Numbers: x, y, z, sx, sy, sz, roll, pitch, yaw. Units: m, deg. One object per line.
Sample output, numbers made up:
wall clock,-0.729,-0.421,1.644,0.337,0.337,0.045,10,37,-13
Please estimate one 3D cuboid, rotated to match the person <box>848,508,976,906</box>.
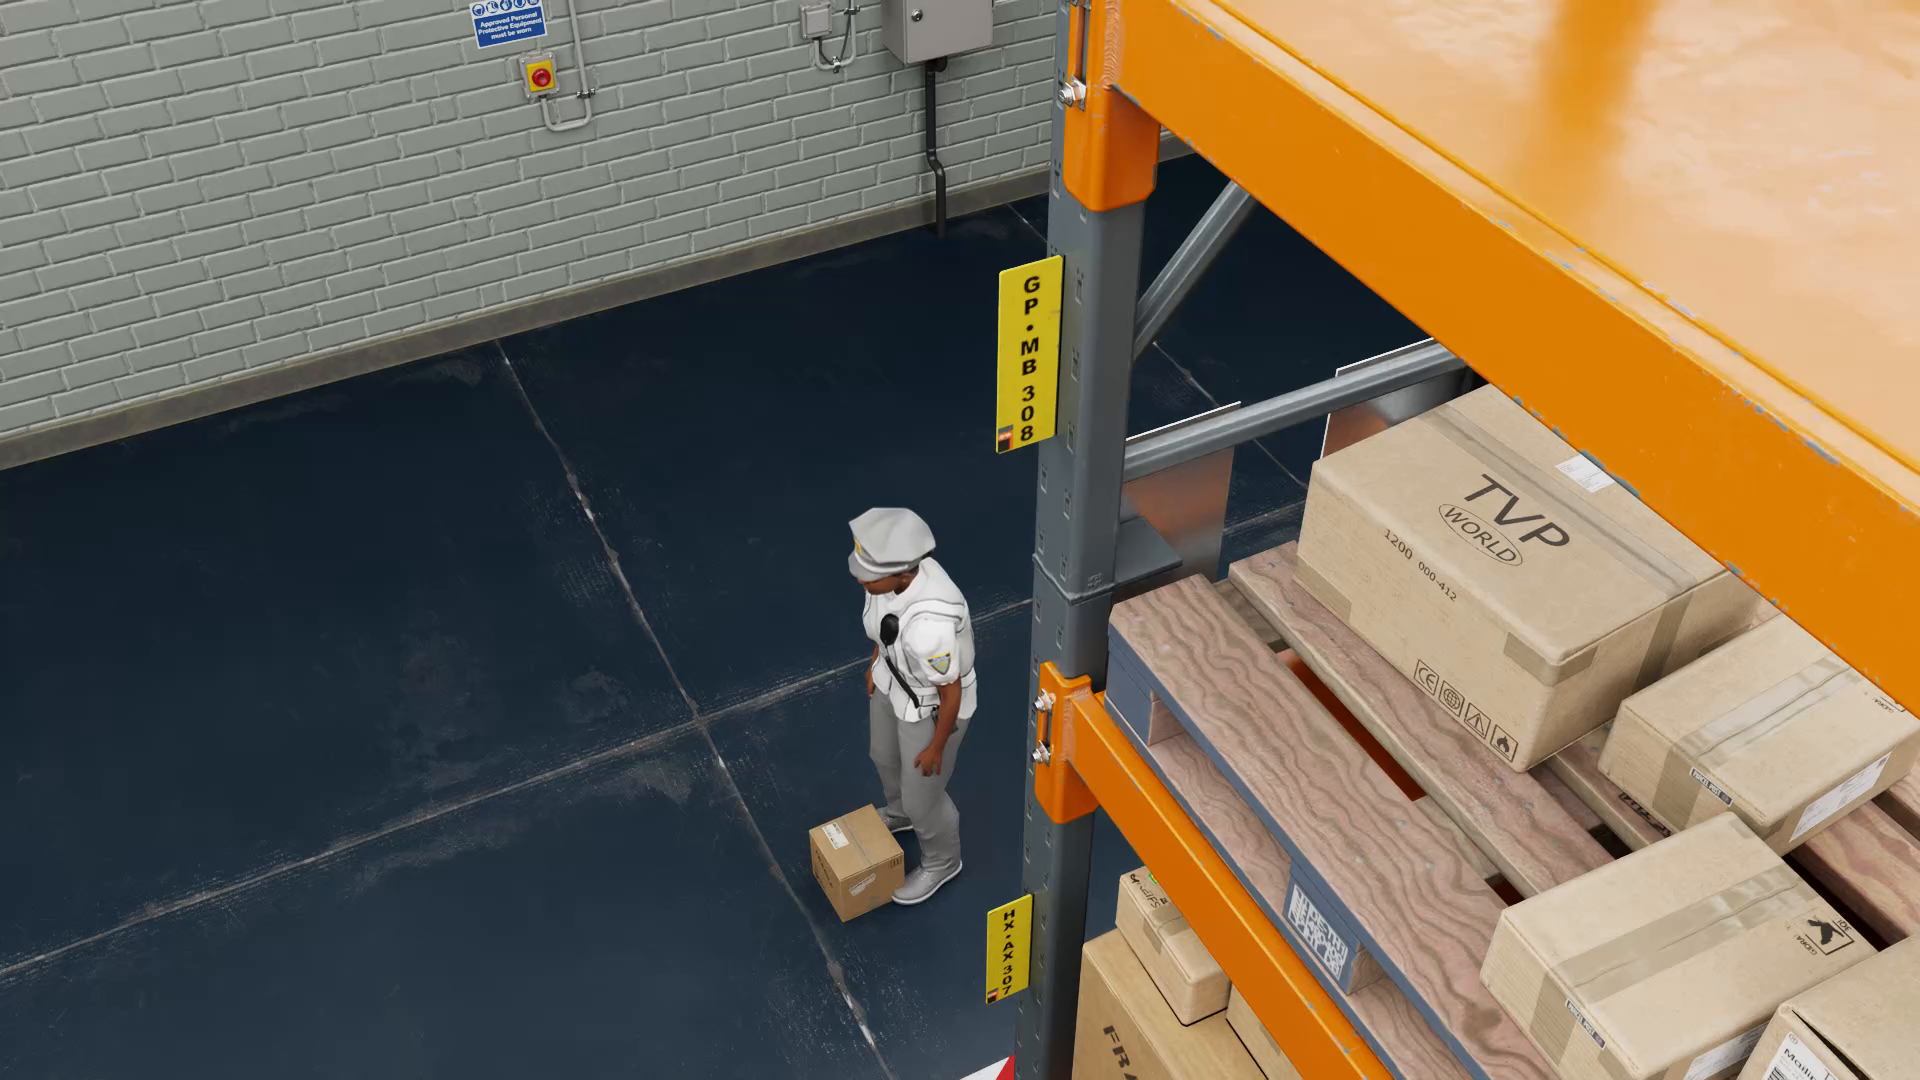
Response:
person,-0.164,0.544,5.544,0.396,1.659,0.508,-19,45,-20
